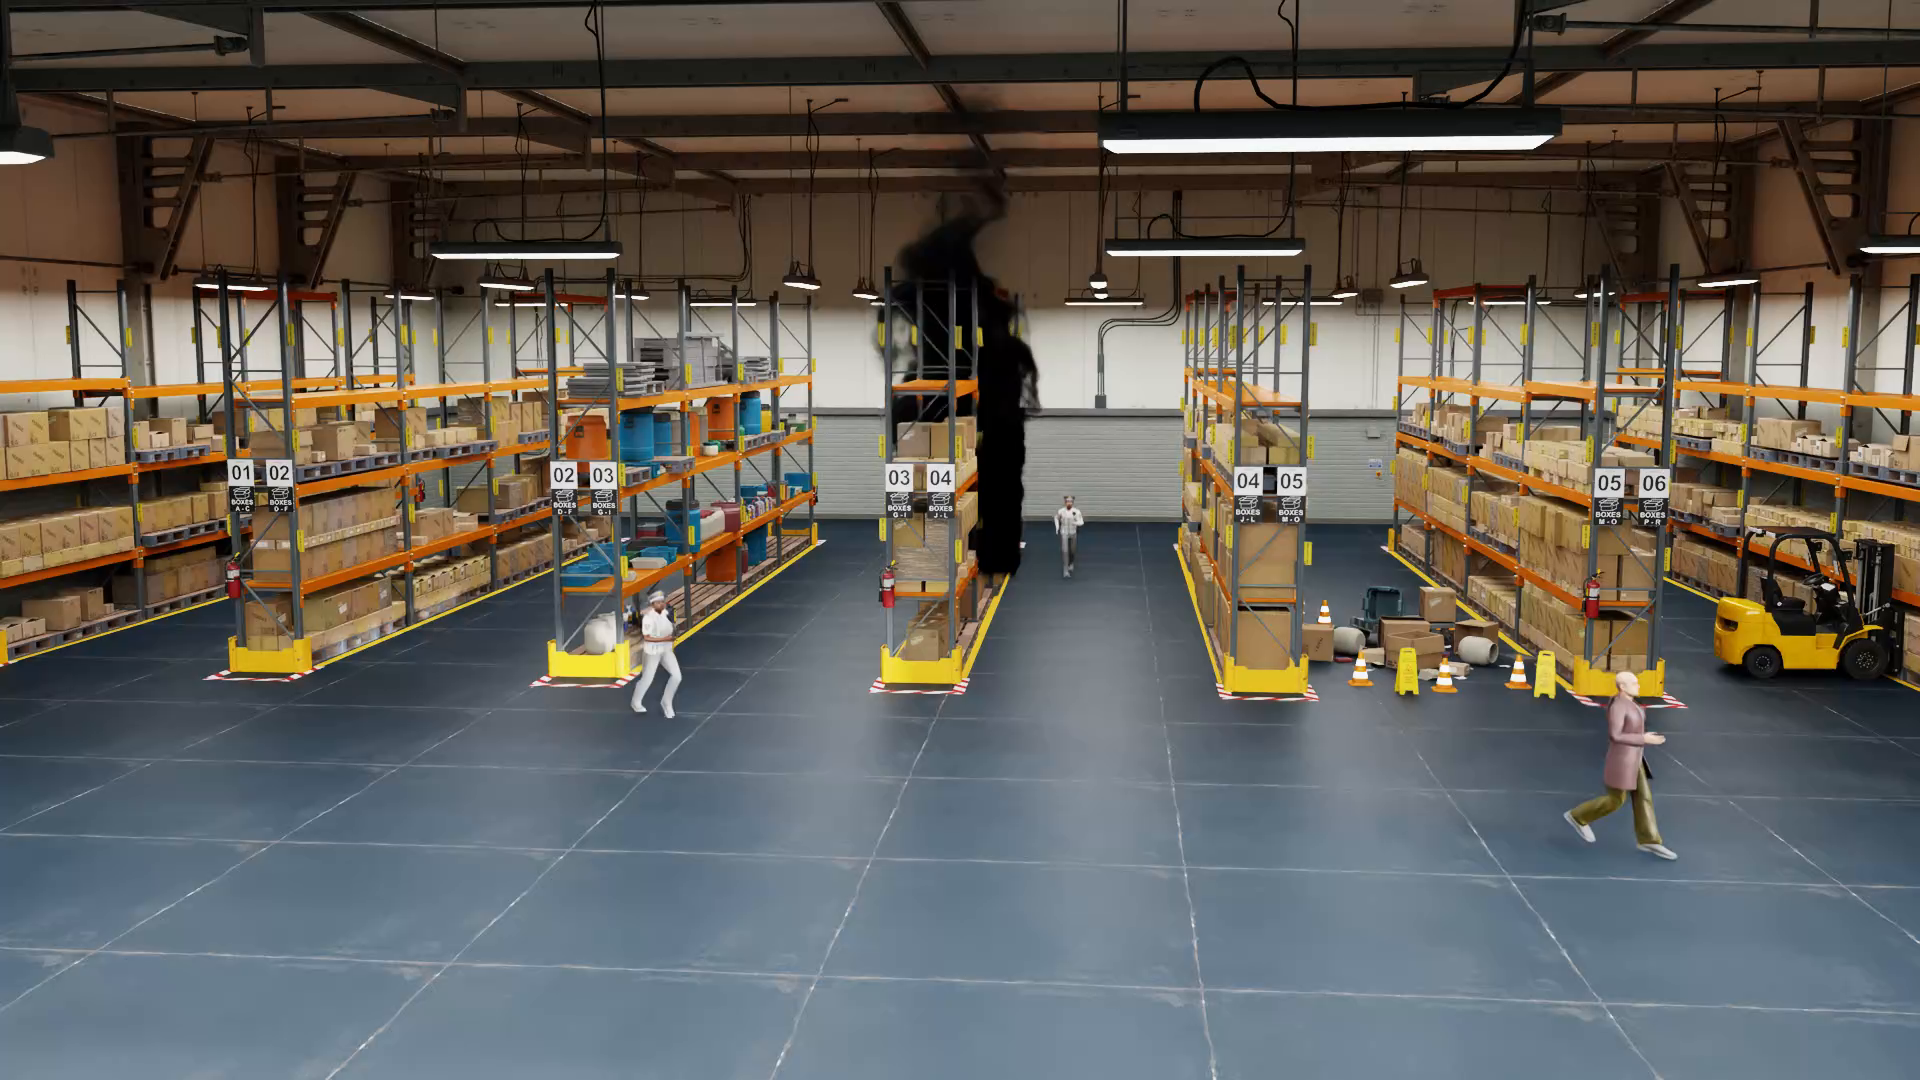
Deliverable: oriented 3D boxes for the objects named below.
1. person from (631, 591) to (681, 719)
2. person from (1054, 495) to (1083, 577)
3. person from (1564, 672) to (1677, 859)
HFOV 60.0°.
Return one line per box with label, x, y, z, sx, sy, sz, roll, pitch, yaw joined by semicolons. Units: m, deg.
person;-3.983;1.505;21.975;0.868;1.718;0.583;7;10;43
person;2.294;-0.112;35.030;0.607;1.689;0.935;0;7;1
person;6.425;2.196;16.111;1.049;1.695;0.710;5;9;38
